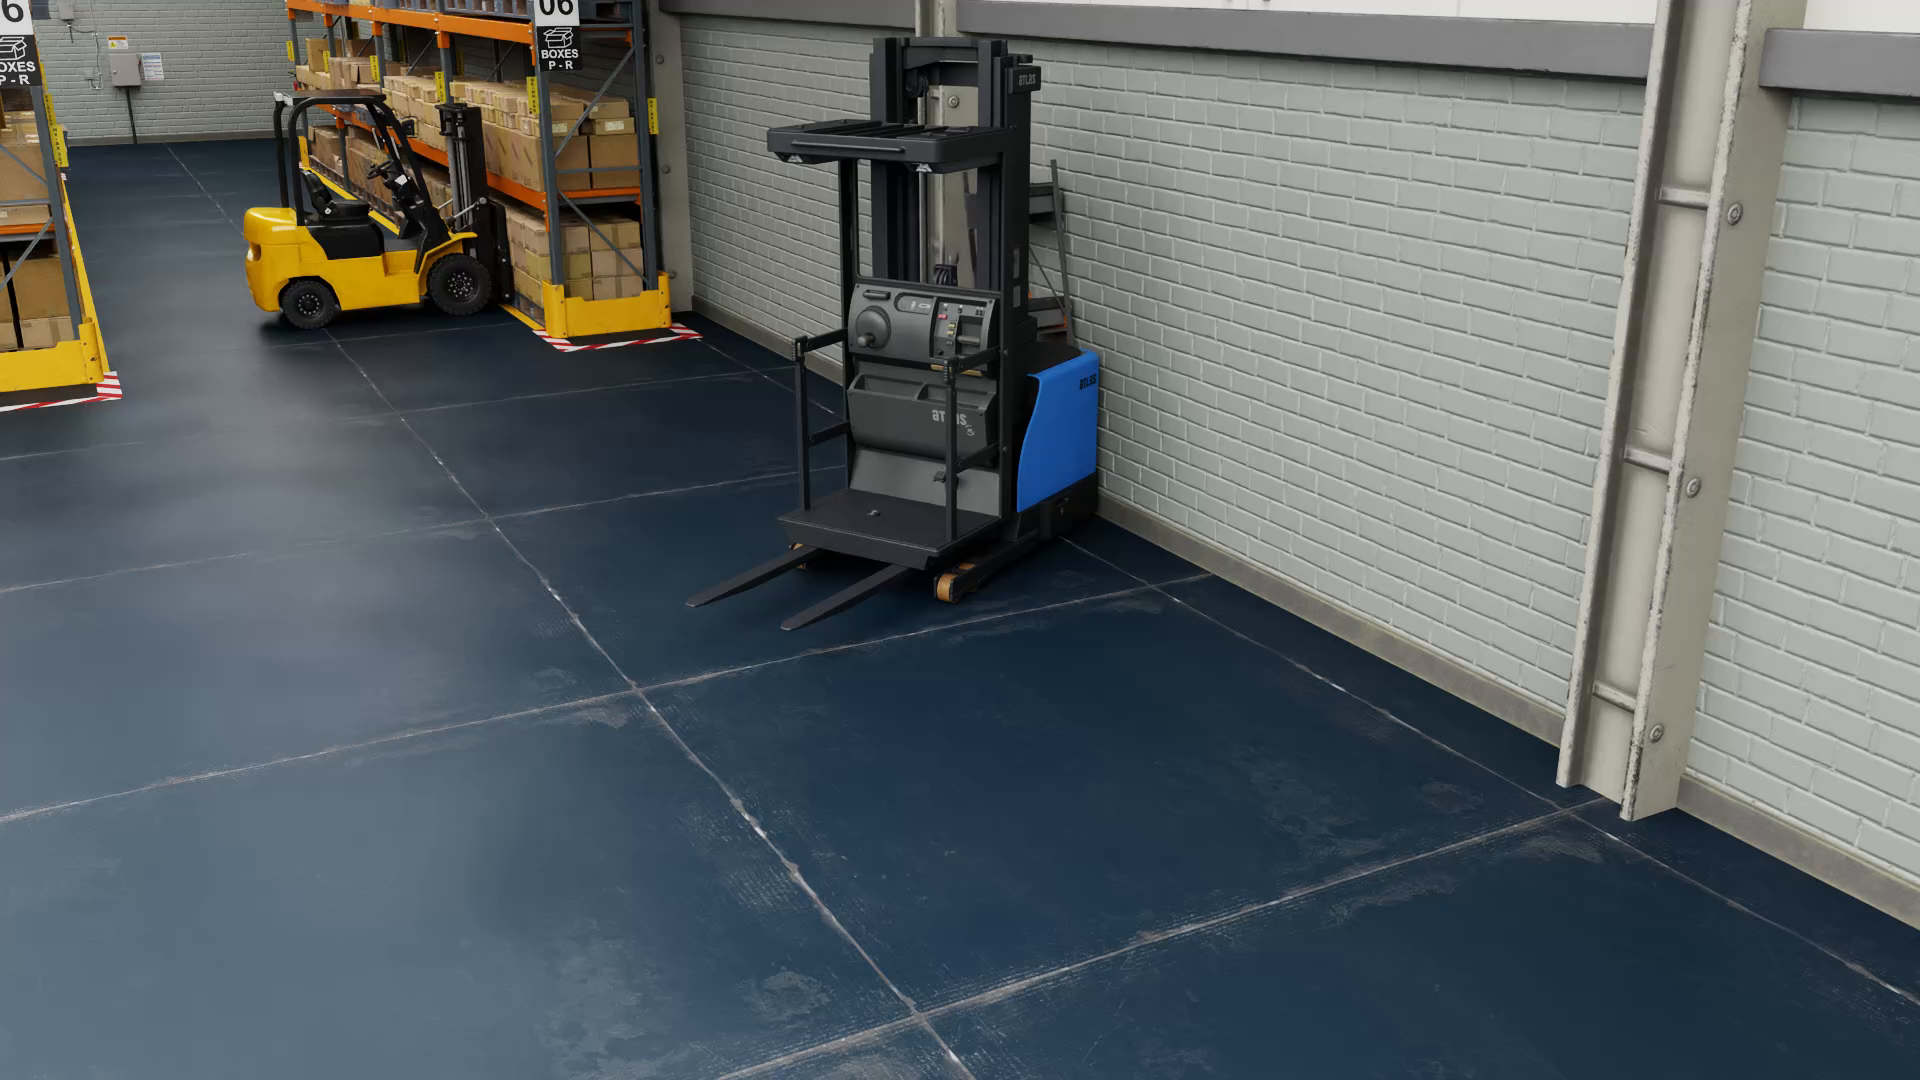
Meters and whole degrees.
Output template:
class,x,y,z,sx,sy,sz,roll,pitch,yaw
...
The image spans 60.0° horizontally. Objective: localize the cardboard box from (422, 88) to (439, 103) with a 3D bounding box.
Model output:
class,x,y,z,sx,sy,sz,roll,pitch,yaw
cardboard box,-6.091,-5.223,19.520,0.380,0.149,0.250,-11,22,-28

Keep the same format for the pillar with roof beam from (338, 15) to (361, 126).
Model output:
class,x,y,z,sx,sy,sz,roll,pitch,yaw
pillar with roof beam,-15.257,-11.128,28.585,9.100,9.000,0.400,-10,21,-27

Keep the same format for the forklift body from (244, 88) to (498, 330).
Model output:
class,x,y,z,sx,sy,sz,roll,pitch,yaw
forklift body,-5.890,-3.313,16.434,2.313,2.155,1.214,-10,21,-27

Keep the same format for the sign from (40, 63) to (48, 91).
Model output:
class,x,y,z,sx,sy,sz,roll,pitch,yaw
sign,-11.076,-5.575,20.037,0.100,0.325,0.005,-10,21,-27

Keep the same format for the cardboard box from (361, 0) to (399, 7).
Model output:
class,x,y,z,sx,sy,sz,roll,pitch,yaw
cardboard box,-7.640,-7.205,22.046,0.500,0.250,0.500,-11,22,-28

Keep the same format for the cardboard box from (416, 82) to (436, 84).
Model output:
class,x,y,z,sx,sy,sz,roll,pitch,yaw
cardboard box,-6.460,-5.537,20.431,0.380,0.149,0.250,-10,21,-27

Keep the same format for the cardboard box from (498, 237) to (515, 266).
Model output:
class,x,y,z,sx,sy,sz,roll,pitch,yaw
cardboard box,-4.382,-2.969,16.942,0.500,0.250,0.500,-11,22,-28

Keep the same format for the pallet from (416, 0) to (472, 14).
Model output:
class,x,y,z,sx,sy,sz,roll,pitch,yaw
pallet,-5.713,-6.179,19.135,0.805,0.209,1.217,-11,22,-29

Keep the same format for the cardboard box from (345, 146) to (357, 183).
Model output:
class,x,y,z,sx,sy,sz,roll,pitch,yaw
cardboard box,-9.050,-5.740,25.356,0.500,0.500,0.500,-9,21,-24

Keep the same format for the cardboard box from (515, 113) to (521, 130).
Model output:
class,x,y,z,sx,sy,sz,roll,pitch,yaw
cardboard box,-4.119,-4.088,16.232,0.380,0.149,0.250,-10,21,-27

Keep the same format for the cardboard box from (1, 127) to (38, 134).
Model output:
class,x,y,z,sx,sy,sz,roll,pitch,yaw
cardboard box,-8.223,-3.343,14.612,0.500,0.500,0.500,-10,22,-28

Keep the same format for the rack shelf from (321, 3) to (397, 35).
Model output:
class,x,y,z,sx,sy,sz,roll,pitch,yaw
rack shelf,-8.132,-7.401,23.484,1.077,0.370,4.000,-10,21,-27

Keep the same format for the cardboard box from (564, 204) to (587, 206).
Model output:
class,x,y,z,sx,sy,sz,roll,pitch,yaw
cardboard box,-4.151,-3.427,17.503,0.500,0.250,0.500,-10,22,-28

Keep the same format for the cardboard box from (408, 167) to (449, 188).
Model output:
class,x,y,z,sx,sy,sz,roll,pitch,yaw
cardboard box,-6.581,-4.457,21.446,0.875,0.625,0.625,-9,21,-25

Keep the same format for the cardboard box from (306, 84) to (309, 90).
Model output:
class,x,y,z,sx,sy,sz,roll,pitch,yaw
cardboard box,-10.905,-7.724,28.301,0.380,0.149,0.250,-9,21,-25

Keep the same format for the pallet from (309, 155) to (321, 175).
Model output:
class,x,y,z,sx,sy,sz,roll,pitch,yaw
pallet,-10.566,-6.476,28.577,1.003,0.211,1.213,-10,21,-27

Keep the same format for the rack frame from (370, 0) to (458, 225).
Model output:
class,x,y,z,sx,sy,sz,roll,pitch,yaw
rack frame,-7.183,-5.749,22.193,1.000,3.000,0.127,-10,21,-27

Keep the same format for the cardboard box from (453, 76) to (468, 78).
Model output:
class,x,y,z,sx,sy,sz,roll,pitch,yaw
cardboard box,-6.558,-5.899,21.480,0.380,0.149,0.250,-10,21,-27

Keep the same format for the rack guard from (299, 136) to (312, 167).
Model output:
class,x,y,z,sx,sy,sz,roll,pitch,yaw
rack guard,-10.945,-6.842,29.192,1.175,0.500,0.348,-10,21,-27

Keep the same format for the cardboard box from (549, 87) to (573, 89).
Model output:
class,x,y,z,sx,sy,sz,roll,pitch,yaw
cardboard box,-4.286,-4.677,17.484,0.380,0.149,0.250,-10,22,-27

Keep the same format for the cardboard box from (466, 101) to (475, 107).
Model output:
class,x,y,z,sx,sy,sz,roll,pitch,yaw
cardboard box,-5.039,-4.595,17.702,0.380,0.149,0.250,-9,21,-25

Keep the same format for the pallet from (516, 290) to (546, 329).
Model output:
class,x,y,z,sx,sy,sz,roll,pitch,yaw
pallet,-3.784,-2.347,16.609,1.003,0.211,1.213,-10,21,-27

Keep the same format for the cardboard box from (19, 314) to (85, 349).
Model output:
class,x,y,z,sx,sy,sz,roll,pitch,yaw
cardboard box,-7.890,-1.855,14.481,0.500,0.250,0.500,-10,21,-27

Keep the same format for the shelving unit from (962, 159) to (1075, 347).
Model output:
class,x,y,z,sx,sy,sz,roll,pitch,yaw
shelving unit,0.418,-1.320,10.610,0.431,2.100,0.503,-11,10,-26

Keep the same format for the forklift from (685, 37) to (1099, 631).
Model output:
class,x,y,z,sx,sy,sz,roll,pitch,yaw
forklift,-0.330,-1.210,9.146,1.130,2.935,3.031,11,22,30

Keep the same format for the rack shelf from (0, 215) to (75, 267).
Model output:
class,x,y,z,sx,sy,sz,roll,pitch,yaw
rack shelf,-8.700,-2.916,15.087,1.077,0.370,4.000,-10,21,-27

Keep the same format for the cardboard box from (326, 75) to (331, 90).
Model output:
class,x,y,z,sx,sy,sz,roll,pitch,yaw
cardboard box,-9.538,-7.075,25.810,0.500,0.250,0.500,-9,21,-25

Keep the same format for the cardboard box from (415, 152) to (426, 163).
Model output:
class,x,y,z,sx,sy,sz,roll,pitch,yaw
cardboard box,-7.447,-5.410,23.404,0.380,0.149,0.250,-10,21,-26

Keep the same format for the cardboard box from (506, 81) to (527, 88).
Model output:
class,x,y,z,sx,sy,sz,roll,pitch,yaw
cardboard box,-4.783,-4.972,18.337,0.380,0.149,0.250,-11,22,-28

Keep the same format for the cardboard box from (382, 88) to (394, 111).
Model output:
class,x,y,z,sx,sy,sz,roll,pitch,yaw
cardboard box,-7.209,-5.745,21.645,0.500,0.250,0.500,-10,21,-27

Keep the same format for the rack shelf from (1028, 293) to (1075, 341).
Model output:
class,x,y,z,sx,sy,sz,roll,pitch,yaw
rack shelf,0.420,-1.307,10.612,0.431,0.518,0.480,-11,10,-26

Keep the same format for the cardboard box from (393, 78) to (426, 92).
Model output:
class,x,y,z,sx,sy,sz,roll,pitch,yaw
cardboard box,-7.018,-5.819,21.249,0.380,0.149,0.250,-9,21,-25

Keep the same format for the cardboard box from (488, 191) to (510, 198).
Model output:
class,x,y,z,sx,sy,sz,roll,pitch,yaw
cardboard box,-5.096,-3.636,18.109,0.500,0.250,0.500,-10,21,-27

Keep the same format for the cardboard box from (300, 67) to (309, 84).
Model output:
class,x,y,z,sx,sy,sz,roll,pitch,yaw
cardboard box,-10.763,-7.798,27.906,0.500,0.250,0.500,-10,21,-26

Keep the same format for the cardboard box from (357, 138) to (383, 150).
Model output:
class,x,y,z,sx,sy,sz,roll,pitch,yaw
cardboard box,-8.814,-5.937,24.932,0.380,0.149,0.250,-11,22,-29

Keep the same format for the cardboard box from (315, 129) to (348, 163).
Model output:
class,x,y,z,sx,sy,sz,roll,pitch,yaw
cardboard box,-10.403,-6.620,27.907,0.700,0.500,0.500,-9,21,-24

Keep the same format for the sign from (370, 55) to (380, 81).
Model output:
class,x,y,z,sx,sy,sz,roll,pitch,yaw
sign,-7.656,-6.172,21.765,0.100,0.325,0.005,-10,21,-27

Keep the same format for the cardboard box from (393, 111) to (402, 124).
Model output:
class,x,y,z,sx,sy,sz,roll,pitch,yaw
cardboard box,-6.952,-5.367,21.318,0.500,0.250,0.500,-10,22,-28

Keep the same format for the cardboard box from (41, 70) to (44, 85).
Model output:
class,x,y,z,sx,sy,sz,roll,pitch,yaw
cardboard box,-9.562,-4.713,16.945,0.380,0.149,0.250,-10,21,-27

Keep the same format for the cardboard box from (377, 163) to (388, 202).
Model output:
class,x,y,z,sx,sy,sz,roll,pitch,yaw
cardboard box,-7.801,-4.999,23.208,0.500,0.500,0.500,-10,22,-27

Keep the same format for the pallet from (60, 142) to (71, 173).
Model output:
class,x,y,z,sx,sy,sz,roll,pitch,yaw
pallet,-9.885,-3.982,17.366,1.003,0.211,1.213,-10,21,-27

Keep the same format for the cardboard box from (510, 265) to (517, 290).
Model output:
class,x,y,z,sx,sy,sz,roll,pitch,yaw
cardboard box,-4.342,-2.726,17.004,0.500,0.250,0.500,-10,21,-26

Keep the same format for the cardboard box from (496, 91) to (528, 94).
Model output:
class,x,y,z,sx,sy,sz,roll,pitch,yaw
cardboard box,-4.473,-4.456,16.843,0.380,0.149,0.250,-10,21,-26

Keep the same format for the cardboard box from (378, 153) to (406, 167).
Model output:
class,x,y,z,sx,sy,sz,roll,pitch,yaw
cardboard box,-7.797,-5.248,22.936,0.380,0.149,0.250,-11,22,-29

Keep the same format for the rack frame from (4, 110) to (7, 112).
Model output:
class,x,y,z,sx,sy,sz,roll,pitch,yaw
rack frame,-9.650,-3.830,16.634,1.000,3.000,0.127,-10,21,-27

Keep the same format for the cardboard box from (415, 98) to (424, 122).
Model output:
class,x,y,z,sx,sy,sz,roll,pitch,yaw
cardboard box,-6.230,-5.161,19.954,0.500,0.250,0.500,-10,21,-26

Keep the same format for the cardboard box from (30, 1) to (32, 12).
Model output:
class,x,y,z,sx,sy,sz,roll,pitch,yaw
cardboard box,-7.985,-4.502,13.754,0.500,0.250,0.500,-10,22,-27

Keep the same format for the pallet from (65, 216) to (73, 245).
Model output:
class,x,y,z,sx,sy,sz,roll,pitch,yaw
pallet,-11.857,-3.899,21.106,1.003,0.211,1.213,-10,21,-27

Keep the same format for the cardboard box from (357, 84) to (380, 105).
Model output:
class,x,y,z,sx,sy,sz,roll,pitch,yaw
cardboard box,-7.968,-6.129,22.881,0.500,0.250,0.500,-11,22,-29

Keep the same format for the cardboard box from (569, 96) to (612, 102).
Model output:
class,x,y,z,sx,sy,sz,roll,pitch,yaw
cardboard box,-3.588,-4.230,16.188,0.380,0.149,0.250,-10,21,-26

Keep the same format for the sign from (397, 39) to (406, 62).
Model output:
class,x,y,z,sx,sy,sz,roll,pitch,yaw
sign,-8.595,-7.531,25.583,0.100,0.325,0.005,-10,21,-27

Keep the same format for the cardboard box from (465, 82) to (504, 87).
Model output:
class,x,y,z,sx,sy,sz,roll,pitch,yaw
cardboard box,-5.174,-4.899,18.127,0.380,0.149,0.250,-10,21,-26
